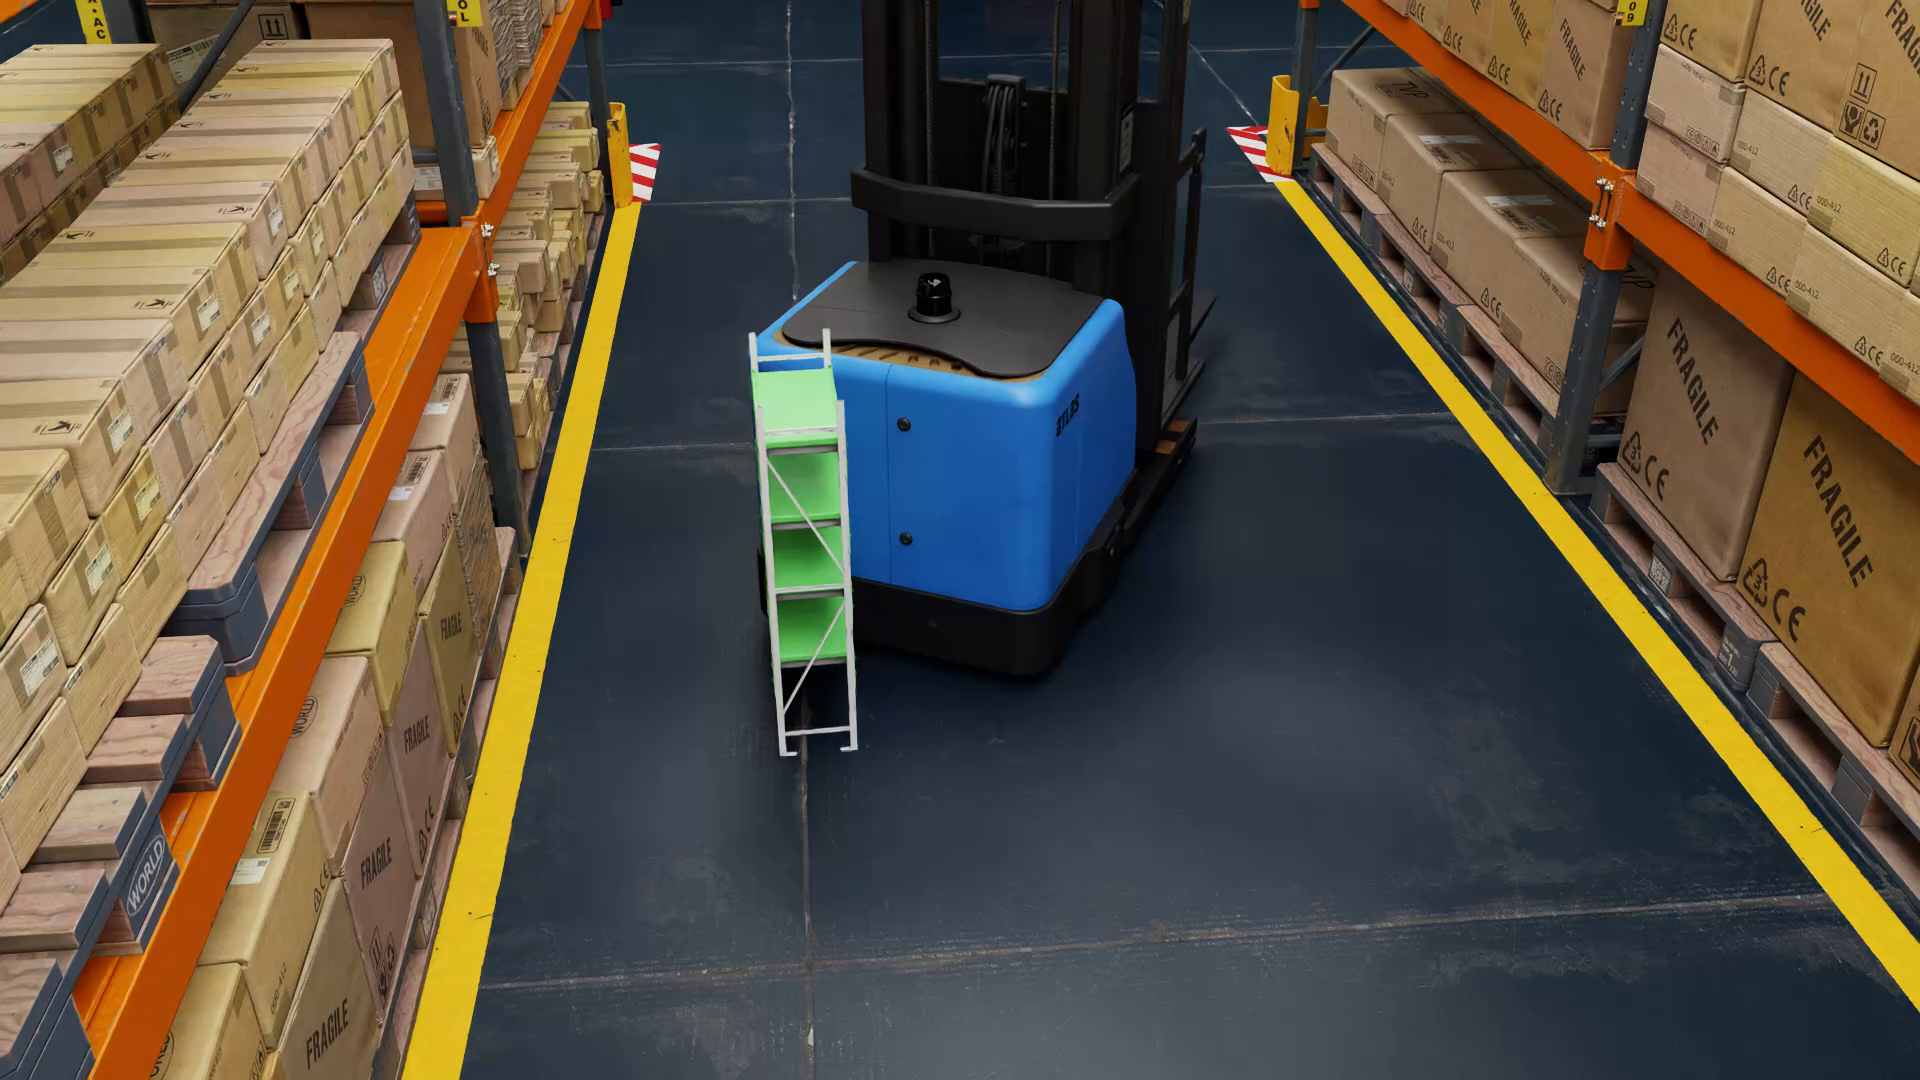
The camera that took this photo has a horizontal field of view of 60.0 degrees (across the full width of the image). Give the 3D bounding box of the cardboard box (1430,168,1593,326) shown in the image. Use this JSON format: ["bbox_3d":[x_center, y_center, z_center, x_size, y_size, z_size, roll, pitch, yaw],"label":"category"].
[{"bbox_3d":[2.787,-1.373,7.712,0.875,0.438,0.875,-4,31,-6],"label":"cardboard box"}]

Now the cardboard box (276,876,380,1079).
[{"bbox_3d":[-1.585,1.084,3.538,0.500,0.500,0.500,-2,31,-4],"label":"cardboard box"}]

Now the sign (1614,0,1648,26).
[{"bbox_3d":[2.271,-1.888,5.564,0.100,0.325,0.005,-3,31,-5],"label":"sign"}]

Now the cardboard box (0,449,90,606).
[{"bbox_3d":[-1.619,-0.014,2.604,0.380,0.149,0.250,-3,31,-5],"label":"cardboard box"}]

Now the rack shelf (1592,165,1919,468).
[{"bbox_3d":[3.010,-0.180,4.327,1.077,0.370,4.000,-3,31,-5],"label":"rack shelf"}]

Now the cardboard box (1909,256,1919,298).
[{"bbox_3d":[2.730,-0.640,4.055,0.500,0.250,0.500,-4,31,-6],"label":"cardboard box"}]

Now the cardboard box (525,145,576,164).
[{"bbox_3d":[-2.090,-1.824,8.170,0.380,0.149,0.250,-4,31,-7],"label":"cardboard box"}]

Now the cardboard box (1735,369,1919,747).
[{"bbox_3d":[3.053,-0.004,4.995,0.875,0.875,0.875,-2,31,-3],"label":"cardboard box"}]

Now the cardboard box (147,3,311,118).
[{"bbox_3d":[-2.422,-1.625,5.658,0.500,0.500,0.500,-3,31,-5],"label":"cardboard box"}]

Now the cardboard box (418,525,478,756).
[{"bbox_3d":[-1.728,0.300,4.851,0.500,0.500,0.500,-3,31,-6],"label":"cardboard box"}]

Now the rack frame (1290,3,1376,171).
[{"bbox_3d":[2.449,-3.552,9.271,1.000,3.000,0.127,-3,31,-5],"label":"rack frame"}]

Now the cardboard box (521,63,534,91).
[{"bbox_3d":[-1.968,-1.943,6.823,0.380,0.149,0.250,-1,31,-2],"label":"cardboard box"}]

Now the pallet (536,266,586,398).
[{"bbox_3d":[-2.311,-0.989,7.700,1.003,0.211,1.213,-3,31,-5],"label":"pallet"}]

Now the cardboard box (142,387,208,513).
[{"bbox_3d":[-1.669,-0.166,3.148,0.380,0.149,0.250,-3,31,-5],"label":"cardboard box"}]

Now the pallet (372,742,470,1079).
[{"bbox_3d":[-1.904,0.998,4.373,1.003,0.211,1.213,-3,31,-5],"label":"pallet"}]

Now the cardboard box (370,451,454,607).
[{"bbox_3d":[-1.740,-0.019,4.653,0.500,0.250,0.500,-1,31,-2],"label":"cardboard box"}]

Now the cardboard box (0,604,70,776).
[{"bbox_3d":[-1.595,0.226,2.491,0.380,0.149,0.250,-1,31,-2],"label":"cardboard box"}]

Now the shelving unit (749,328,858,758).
[{"bbox_3d":[-0.473,0.019,5.048,0.258,1.200,0.503,-4,31,-7],"label":"shelving unit"}]

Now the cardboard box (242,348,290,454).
[{"bbox_3d":[-1.712,-0.299,3.661,0.380,0.149,0.250,-4,31,-6],"label":"cardboard box"}]

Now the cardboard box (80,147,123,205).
[{"bbox_3d":[-2.466,-0.934,4.434,0.380,0.149,0.250,-2,31,-3],"label":"cardboard box"}]

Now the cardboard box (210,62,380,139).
[{"bbox_3d":[-1.838,-1.216,4.616,0.380,0.149,0.250,-4,31,-6],"label":"cardboard box"}]

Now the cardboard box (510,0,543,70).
[{"bbox_3d":[-1.956,-2.168,6.566,0.500,0.500,0.500,-3,31,-6],"label":"cardboard box"}]

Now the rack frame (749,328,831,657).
[{"bbox_3d":[-0.508,-0.105,5.255,0.240,1.200,0.015,-4,31,-7],"label":"rack frame"}]

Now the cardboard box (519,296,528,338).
[{"bbox_3d":[-2.005,-0.891,6.897,0.380,0.149,0.250,-4,31,-7],"label":"cardboard box"}]

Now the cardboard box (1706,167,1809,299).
[{"bbox_3d":[2.651,-0.944,5.051,0.500,0.250,0.500,-3,31,-6],"label":"cardboard box"}]

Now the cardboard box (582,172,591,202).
[{"bbox_3d":[-2.086,-1.826,8.463,0.380,0.149,0.250,-4,31,-7],"label":"cardboard box"}]

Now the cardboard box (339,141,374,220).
[{"bbox_3d":[-1.816,-0.966,4.488,0.380,0.149,0.250,-1,31,-2],"label":"cardboard box"}]

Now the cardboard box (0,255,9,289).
[{"bbox_3d":[-2.389,-0.528,3.755,0.380,0.149,0.250,-3,31,-5],"label":"cardboard box"}]

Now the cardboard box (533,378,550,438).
[{"bbox_3d":[-1.835,-0.514,6.557,0.380,0.149,0.250,-2,31,-3],"label":"cardboard box"}]

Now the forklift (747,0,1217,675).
[{"bbox_3d":[0.325,-1.562,6.008,1.130,2.935,3.031,11,33,18],"label":"forklift"}]

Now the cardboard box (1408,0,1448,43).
[{"bbox_3d":[2.376,-2.564,7.519,0.500,0.500,0.500,-2,31,-3],"label":"cardboard box"}]

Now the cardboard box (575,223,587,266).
[{"bbox_3d":[-2.027,-1.443,8.111,0.380,0.149,0.250,-4,31,-7],"label":"cardboard box"}]

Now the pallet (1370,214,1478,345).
[{"bbox_3d":[2.713,-1.329,8.269,1.003,0.211,1.213,-3,31,-5],"label":"pallet"}]

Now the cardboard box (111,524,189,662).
[{"bbox_3d":[-1.640,0.098,2.996,0.380,0.149,0.250,-1,31,-2],"label":"cardboard box"}]

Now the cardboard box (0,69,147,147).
[{"bbox_3d":[-2.485,-1.184,4.562,0.380,0.149,0.250,-2,31,-3],"label":"cardboard box"}]

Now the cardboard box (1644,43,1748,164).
[{"bbox_3d":[2.584,-1.422,5.364,0.500,0.250,0.500,-4,31,-6],"label":"cardboard box"}]

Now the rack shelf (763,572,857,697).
[{"bbox_3d":[-0.473,0.280,5.204,0.258,0.148,0.480,-4,31,-7],"label":"rack shelf"}]

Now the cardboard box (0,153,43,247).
[{"bbox_3d":[-2.418,-0.794,3.910,0.380,0.149,0.250,-3,31,-5],"label":"cardboard box"}]

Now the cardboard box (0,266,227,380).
[{"bbox_3d":[-1.697,-0.423,3.288,0.380,0.149,0.250,-2,31,-3],"label":"cardboard box"}]

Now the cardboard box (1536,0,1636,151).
[{"bbox_3d":[2.525,-1.777,6.203,0.500,0.500,0.500,-2,31,-4],"label":"cardboard box"}]

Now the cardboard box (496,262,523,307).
[{"bbox_3d":[-2.008,-1.021,6.824,0.380,0.149,0.250,-4,31,-6],"label":"cardboard box"}]

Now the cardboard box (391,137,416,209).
[{"bbox_3d":[-1.862,-1.100,5.002,0.380,0.149,0.250,-3,31,-6],"label":"cardboard box"}]

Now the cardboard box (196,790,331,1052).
[{"bbox_3d":[-1.593,0.770,3.333,0.500,0.250,0.500,-3,31,-5],"label":"cardboard box"}]

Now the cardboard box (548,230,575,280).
[{"bbox_3d":[-1.966,-1.291,7.567,0.380,0.149,0.250,-2,31,-4],"label":"cardboard box"}]

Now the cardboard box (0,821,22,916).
[{"bbox_3d":[-1.563,0.511,2.305,0.380,0.149,0.250,-3,31,-5],"label":"cardboard box"}]

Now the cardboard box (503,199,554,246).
[{"bbox_3d":[-2.042,-1.418,7.489,0.380,0.149,0.250,-3,31,-4],"label":"cardboard box"}]

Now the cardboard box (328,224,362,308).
[{"bbox_3d":[-1.792,-0.712,4.353,0.380,0.149,0.250,-4,31,-7],"label":"cardboard box"}]

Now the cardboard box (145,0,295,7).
[{"bbox_3d":[-2.409,-2.048,5.391,0.500,0.500,0.500,-4,31,-6],"label":"cardboard box"}]

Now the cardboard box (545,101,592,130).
[{"bbox_3d":[-2.168,-2.217,8.827,0.380,0.149,0.250,-2,31,-4],"label":"cardboard box"}]

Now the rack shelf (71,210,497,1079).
[{"bbox_3d":[-1.909,0.109,3.844,1.077,0.370,4.000,-3,31,-5],"label":"rack shelf"}]

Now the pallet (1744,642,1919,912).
[{"bbox_3d":[3.087,0.702,4.869,1.003,0.211,1.213,-3,31,-5],"label":"pallet"}]

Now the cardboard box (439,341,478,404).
[{"bbox_3d":[-1.922,-0.619,6.151,0.380,0.149,0.250,-2,31,-3],"label":"cardboard box"}]

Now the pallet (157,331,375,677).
[{"bbox_3d":[-1.948,-0.105,3.688,1.003,0.211,1.213,-3,31,-5],"label":"pallet"}]

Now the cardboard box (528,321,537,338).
[{"bbox_3d":[-2.043,-0.902,7.205,0.380,0.149,0.250,-4,31,-7],"label":"cardboard box"}]

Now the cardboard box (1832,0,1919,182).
[{"bbox_3d":[2.698,-1.229,4.310,0.500,0.500,0.500,-3,31,-6],"label":"cardboard box"}]

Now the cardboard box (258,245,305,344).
[{"bbox_3d":[-1.735,-0.555,3.799,0.380,0.149,0.250,-3,31,-4],"label":"cardboard box"}]

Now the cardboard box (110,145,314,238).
[{"bbox_3d":[-1.771,-0.824,3.960,0.380,0.149,0.250,-4,31,-6],"label":"cardboard box"}]
